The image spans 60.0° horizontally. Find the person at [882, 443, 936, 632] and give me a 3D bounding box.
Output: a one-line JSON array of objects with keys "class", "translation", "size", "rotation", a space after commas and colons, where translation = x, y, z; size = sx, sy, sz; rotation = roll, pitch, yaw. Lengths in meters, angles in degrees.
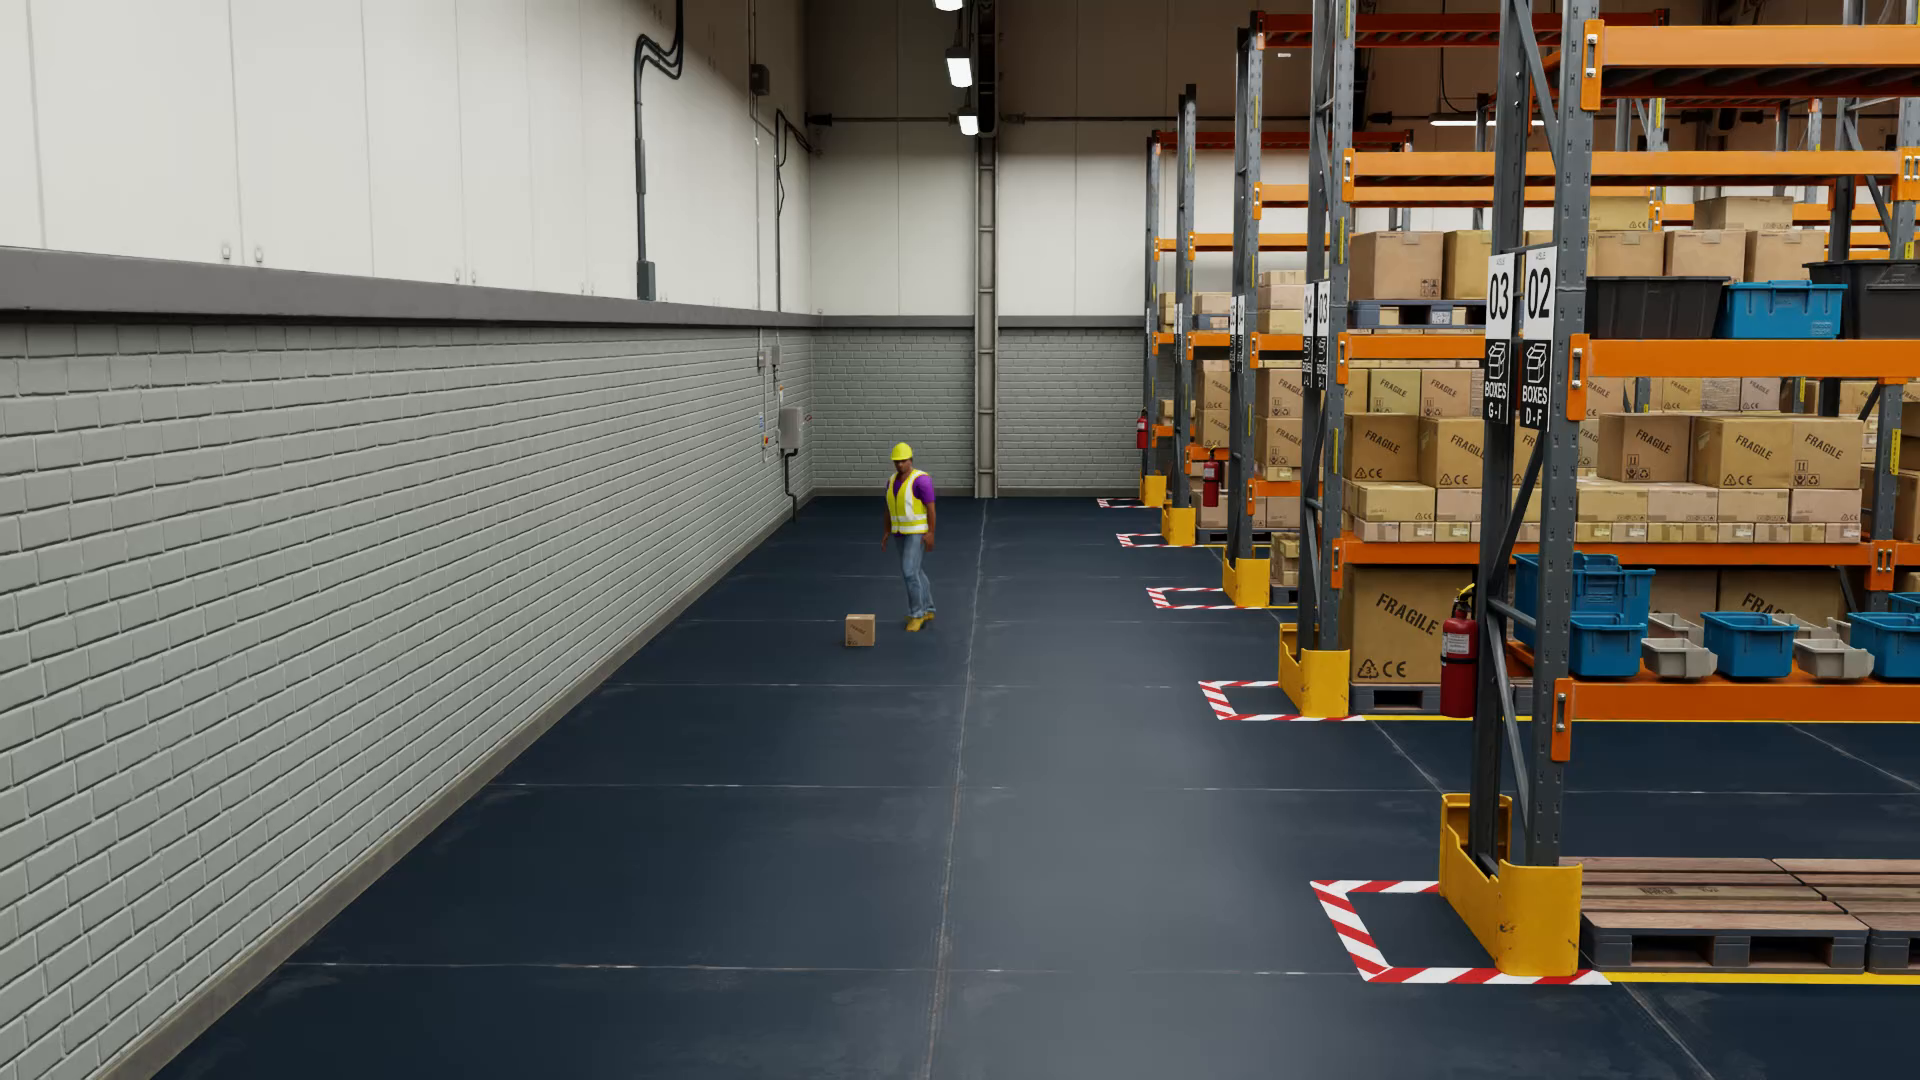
[{"class": "person", "translation": [-0.456, -0.039, 16.035], "size": [0.537, 1.805, 0.595], "rotation": [-6, 9, -39]}]
